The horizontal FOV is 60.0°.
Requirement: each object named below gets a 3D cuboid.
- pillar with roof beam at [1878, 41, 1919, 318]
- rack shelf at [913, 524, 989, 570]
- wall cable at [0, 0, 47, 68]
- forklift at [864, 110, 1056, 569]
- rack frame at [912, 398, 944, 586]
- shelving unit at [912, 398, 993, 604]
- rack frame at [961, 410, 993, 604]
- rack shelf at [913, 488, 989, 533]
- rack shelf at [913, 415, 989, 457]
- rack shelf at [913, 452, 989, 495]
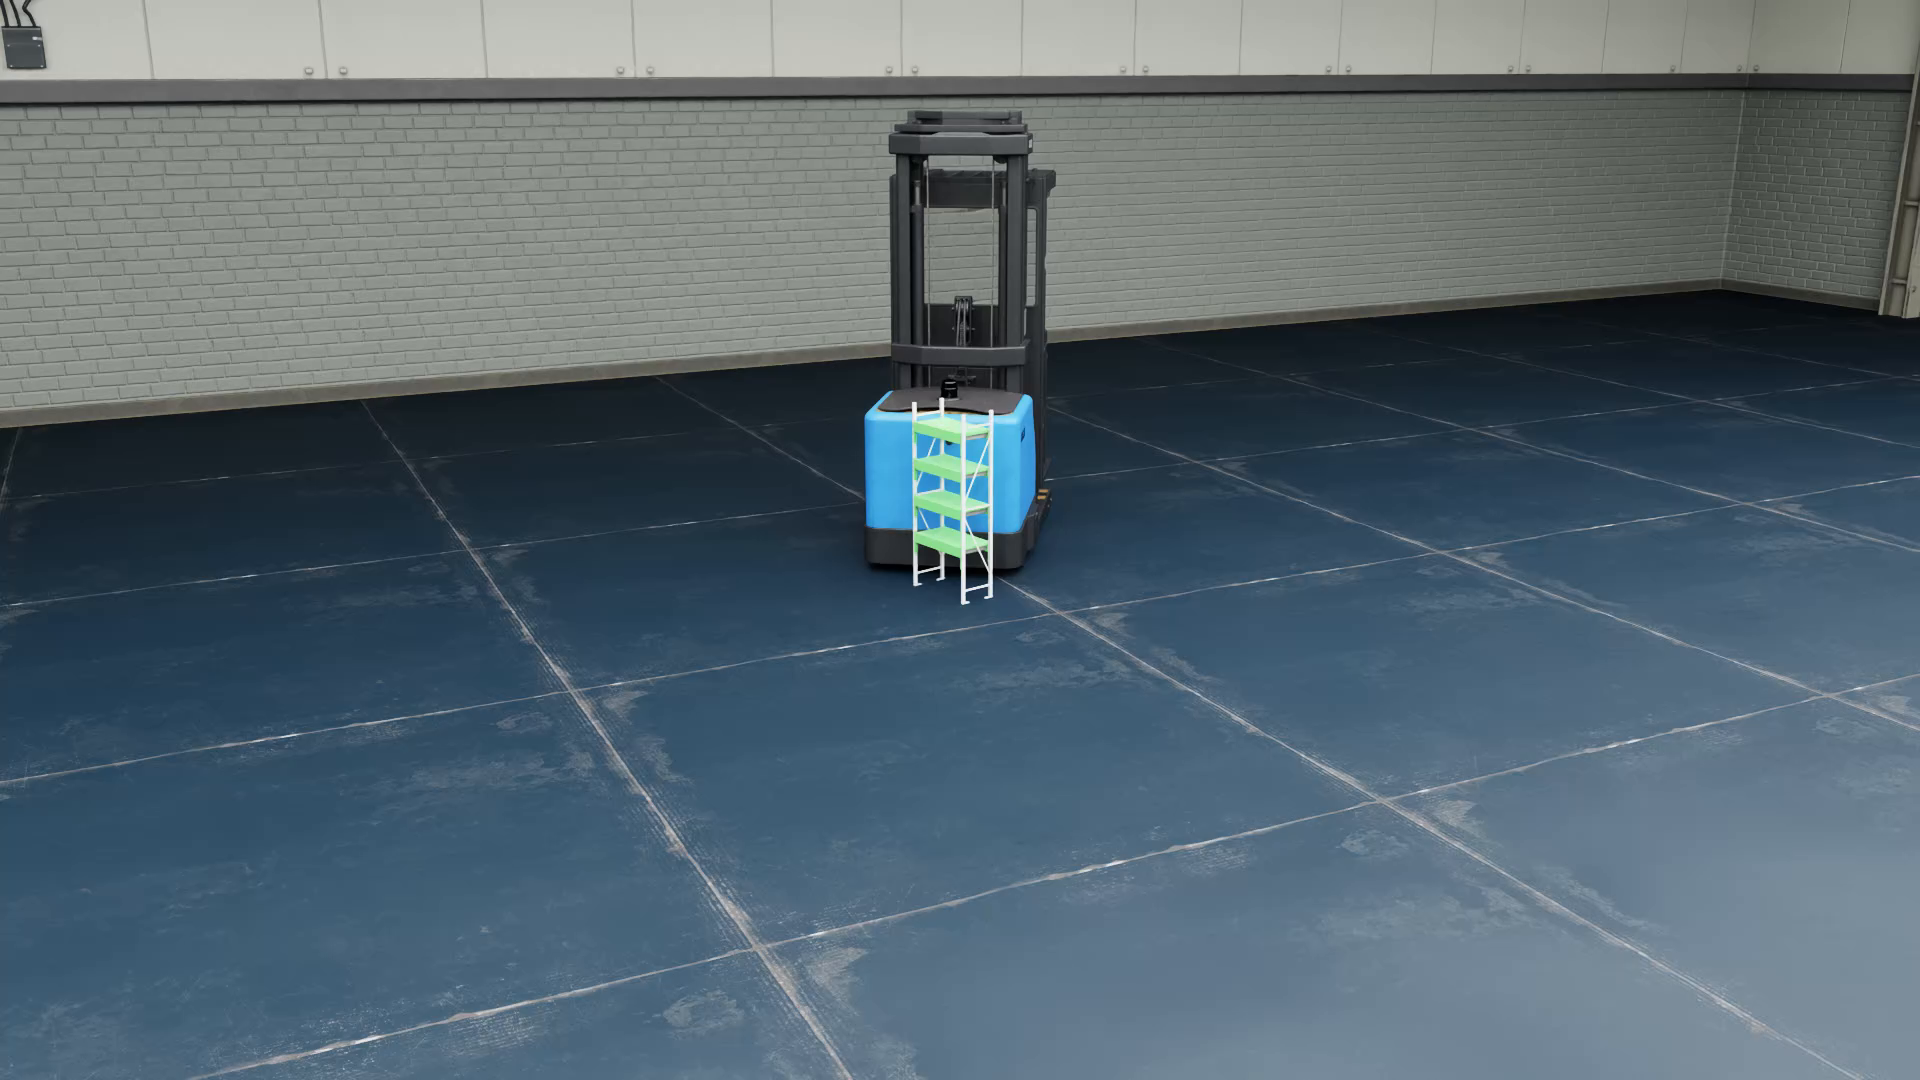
[{"bbox_3d":[8.657,-6.800,19.133,9.100,9.000,0.400,-8,18,-25],"label":"pillar with roof beam"},{"bbox_3d":[-0.048,0.042,10.529,0.258,0.148,0.480,-13,20,-37],"label":"rack shelf"},{"bbox_3d":[-7.350,-7.182,14.298,2.305,6.003,0.169,-8,18,-25],"label":"wall cable"},{"bbox_3d":[0.093,-1.581,11.946,1.130,2.935,3.031,2,16,8],"label":"forklift"},{"bbox_3d":[-0.201,-0.302,10.628,0.240,1.200,0.015,-13,20,-37],"label":"rack frame"},{"bbox_3d":[-0.048,-0.250,10.446,0.258,1.200,0.503,-13,20,-37],"label":"shelving unit"},{"bbox_3d":[0.105,-0.197,10.263,0.240,1.200,0.015,-13,20,-37],"label":"rack frame"},{"bbox_3d":[-0.048,-0.188,10.463,0.258,0.148,0.480,-13,20,-37],"label":"rack shelf"},{"bbox_3d":[-0.048,-0.650,10.331,0.258,0.148,0.480,-13,20,-37],"label":"rack shelf"},{"bbox_3d":[-0.048,-0.419,10.397,0.258,0.148,0.480,-13,20,-37],"label":"rack shelf"}]
